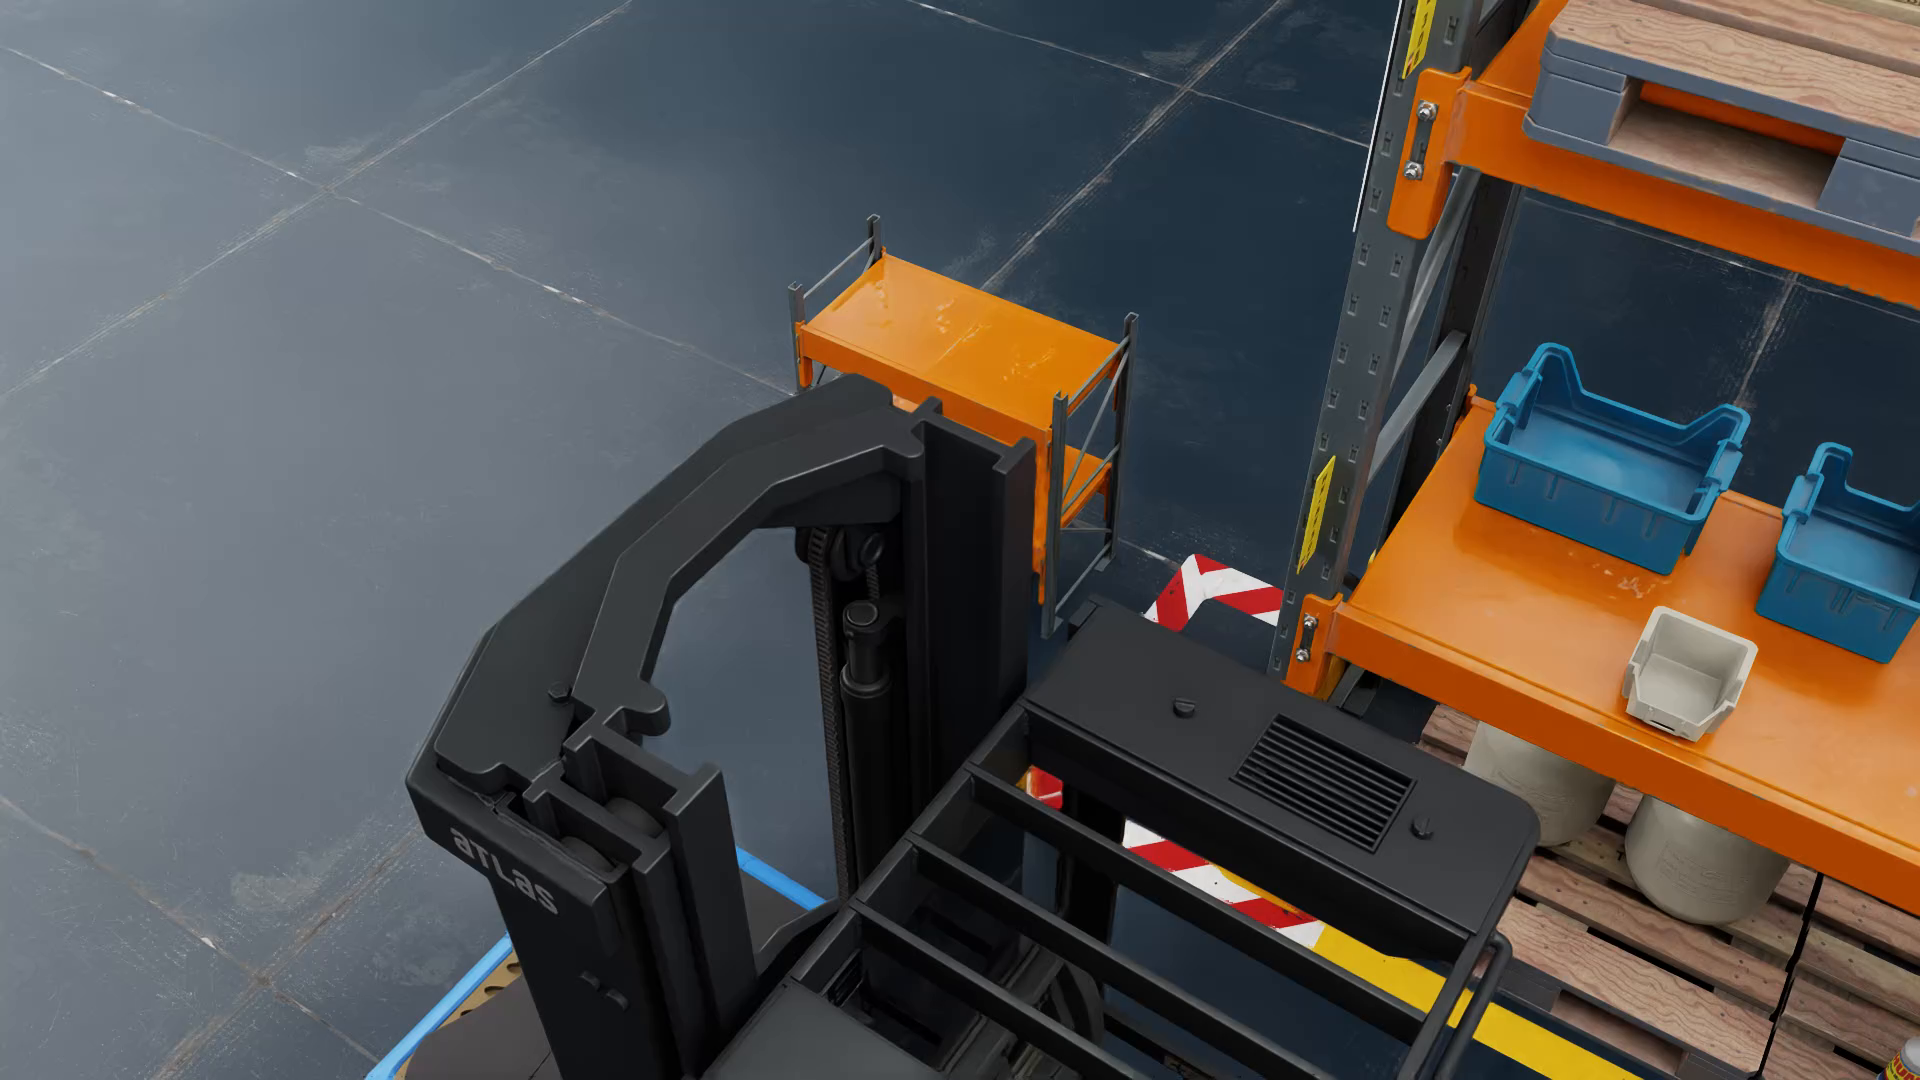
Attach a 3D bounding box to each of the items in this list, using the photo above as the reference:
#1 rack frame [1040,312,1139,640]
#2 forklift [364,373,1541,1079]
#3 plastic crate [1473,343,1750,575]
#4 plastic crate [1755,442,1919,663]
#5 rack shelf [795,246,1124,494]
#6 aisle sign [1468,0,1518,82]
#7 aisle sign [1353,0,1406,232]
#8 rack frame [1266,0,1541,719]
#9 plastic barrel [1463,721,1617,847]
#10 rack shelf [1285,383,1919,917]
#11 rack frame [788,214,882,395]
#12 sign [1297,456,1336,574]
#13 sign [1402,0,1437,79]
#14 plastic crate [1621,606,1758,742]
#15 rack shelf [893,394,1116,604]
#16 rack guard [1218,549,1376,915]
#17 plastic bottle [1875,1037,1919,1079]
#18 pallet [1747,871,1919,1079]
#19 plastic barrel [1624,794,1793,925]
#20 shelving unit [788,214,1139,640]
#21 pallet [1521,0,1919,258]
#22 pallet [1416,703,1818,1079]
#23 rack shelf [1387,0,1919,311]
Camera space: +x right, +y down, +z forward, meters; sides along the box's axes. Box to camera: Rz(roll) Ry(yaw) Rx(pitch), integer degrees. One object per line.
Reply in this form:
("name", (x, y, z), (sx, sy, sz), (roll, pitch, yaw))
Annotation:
("rack frame", (0.434, -0.193, 5.653), (0.032, 1.125, 0.500), (25, 51, 22))
("forklift", (0.168, 1.242, 2.999), (3.031, 2.935, 1.130), (26, 51, 23))
("plastic crate", (1.744, -0.226, 4.482), (0.616, 0.251, 0.499), (25, 51, 22))
("plastic crate", (2.287, 0.029, 4.234), (0.408, 0.251, 0.499), (25, 51, 22))
("rack shelf", (0.006, -0.593, 5.634), (1.000, 0.278, 0.538), (25, 51, 22))
("aisle sign", (1.261, -1.404, 3.711), (0.004, 0.787, 0.394), (25, 51, 22))
("aisle sign", (0.942, -1.048, 3.364), (0.004, 0.787, 0.394), (25, 51, 22))
("rack frame", (1.161, -0.291, 4.442), (0.127, 3.000, 1.000), (25, 51, 22))
("plastic barrel", (1.756, 0.638, 4.980), (0.421, 0.512, 0.421), (0, 46, 0))
("rack shelf", (2.845, 0.734, 3.947), (4.000, 0.370, 1.077), (25, 51, 22))
("rack frame", (-0.422, -0.586, 6.035), (0.032, 1.125, 0.500), (25, 51, 22))
("sign", (0.860, -0.057, 4.021), (0.005, 0.325, 0.100), (25, 51, 22))
("sign", (0.860, -1.009, 3.041), (0.005, 0.325, 0.100), (25, 51, 22))
("plastic crate", (1.741, 0.341, 4.011), (0.250, 0.136, 0.298), (25, 51, 22))
("rack shelf", (0.006, -0.219, 6.019), (1.000, 0.278, 0.538), (25, 51, 22))
("rack guard", (1.250, 0.581, 5.337), (0.348, 0.500, 1.175), (25, 51, 22))
("plastic bottle", (2.519, 1.396, 4.397), (0.097, 0.271, 0.097), (0, 46, 0))
("pallet", (2.954, 1.472, 4.672), (1.213, 0.211, 1.003), (25, 51, 22))
("plastic barrel", (2.178, 0.832, 4.792), (0.421, 0.512, 0.421), (0, 46, 0))
("shelving unit", (0.006, -0.389, 5.844), (1.048, 1.125, 0.538), (25, 51, 22))
("pallet", (1.805, -0.891, 3.065), (1.213, 0.211, 1.003), (25, 51, 22))
("pallet", (1.931, 0.999, 5.132), (1.213, 0.211, 1.003), (25, 51, 22))
("rack shelf", (2.845, -0.312, 2.871), (4.000, 0.370, 1.077), (25, 51, 22))
